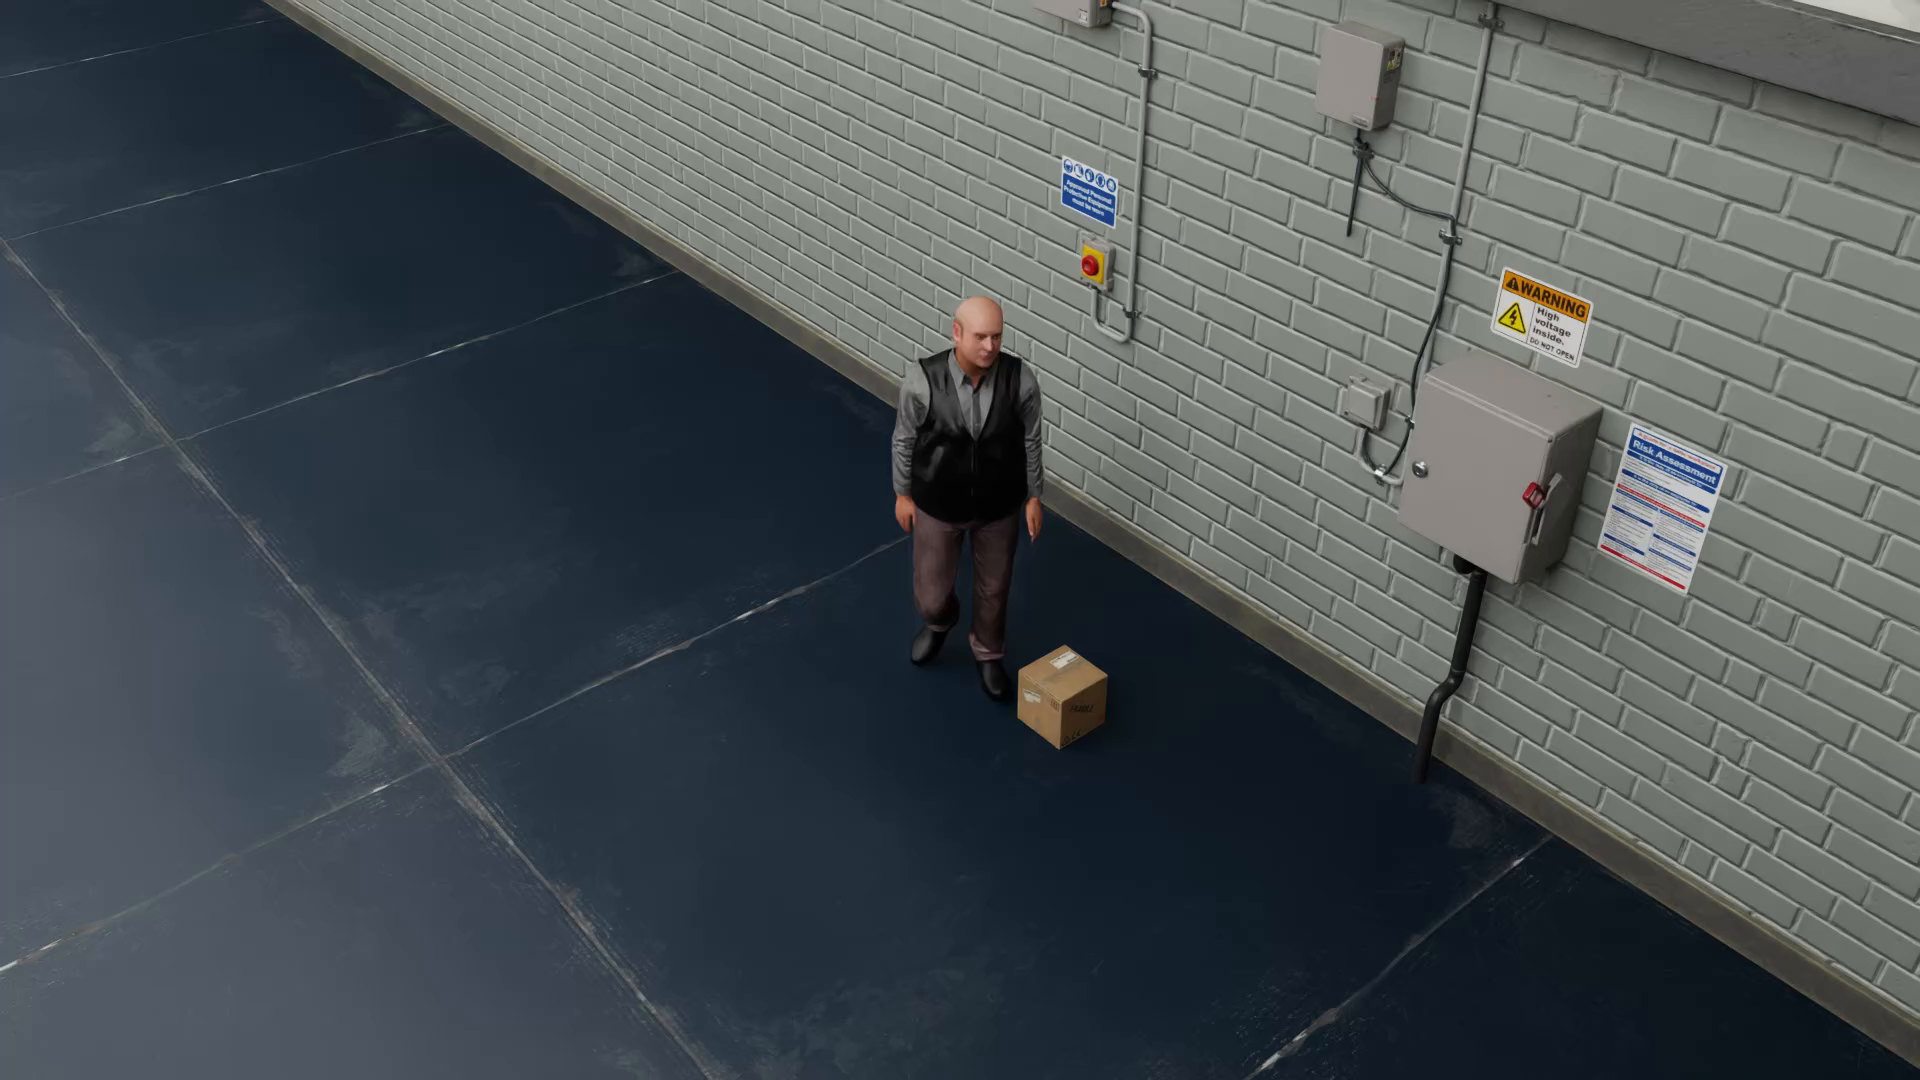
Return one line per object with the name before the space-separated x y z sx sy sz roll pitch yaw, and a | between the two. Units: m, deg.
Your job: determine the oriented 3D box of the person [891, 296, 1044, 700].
person | 0.027 -0.158 6.368 0.569 1.722 0.458 -5 36 -7
